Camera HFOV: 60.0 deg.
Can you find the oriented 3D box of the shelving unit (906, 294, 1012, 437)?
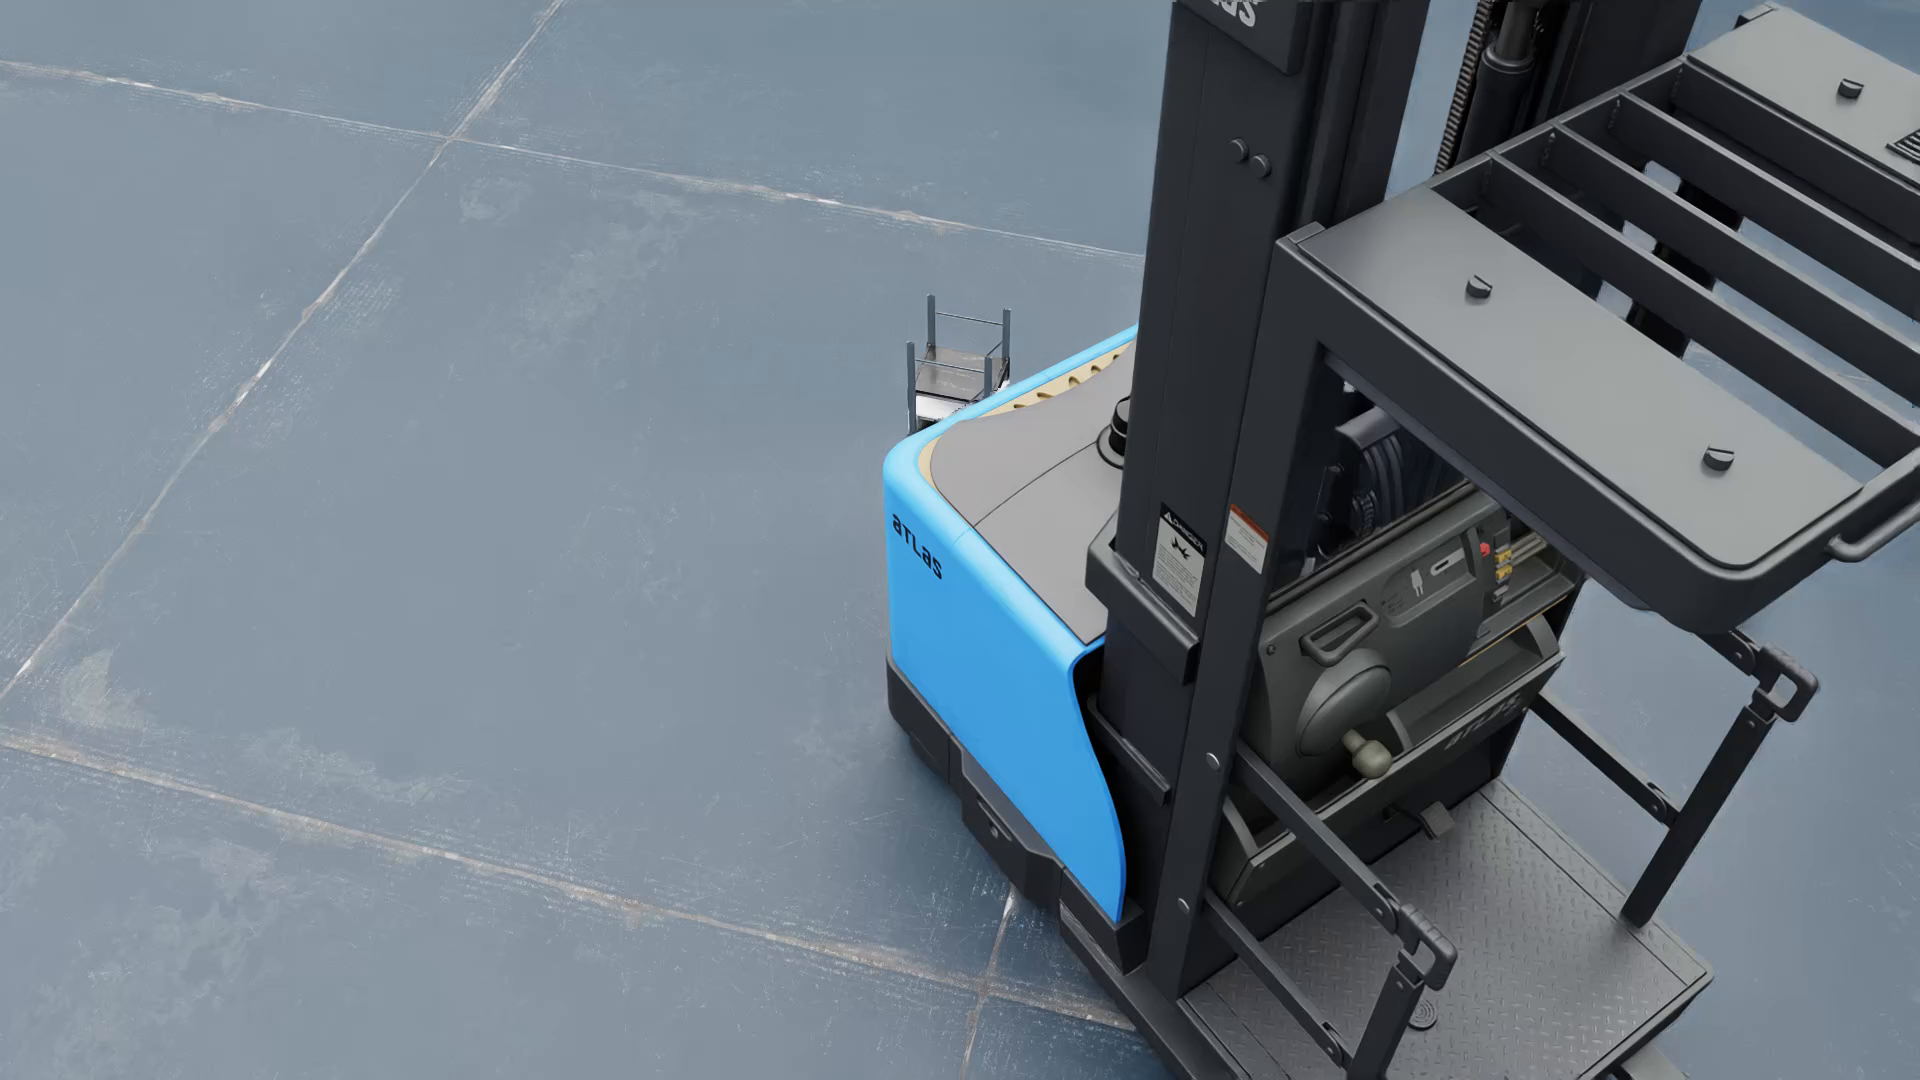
[{"bbox_3d":[-0.002,-0.292,4.907,0.258,0.900,0.210,12,50,10],"label":"shelving unit"}]

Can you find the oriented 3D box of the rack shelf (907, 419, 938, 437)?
[{"bbox_3d":[-0.002,-0.329,4.865,0.258,0.077,0.200,12,50,10],"label":"rack shelf"}]

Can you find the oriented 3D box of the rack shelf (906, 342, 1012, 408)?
[{"bbox_3d":[-0.002,-0.449,4.730,0.258,0.077,0.200,12,50,10],"label":"rack shelf"}]

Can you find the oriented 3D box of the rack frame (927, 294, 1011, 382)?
[{"bbox_3d":[0.025,-0.365,4.972,0.240,0.900,0.006,12,50,10],"label":"rack frame"}]

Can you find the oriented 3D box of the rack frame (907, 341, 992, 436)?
[{"bbox_3d":[-0.029,-0.218,4.843,0.240,0.900,0.006,12,50,10],"label":"rack frame"}]

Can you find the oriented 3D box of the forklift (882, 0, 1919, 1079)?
[{"bbox_3d":[1.054,0.220,3.101,1.130,2.935,3.031,-28,54,-22],"label":"forklift"}]

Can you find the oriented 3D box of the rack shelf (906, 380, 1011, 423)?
[{"bbox_3d":[-0.002,-0.389,4.797,0.258,0.077,0.200,12,50,10],"label":"rack shelf"}]
